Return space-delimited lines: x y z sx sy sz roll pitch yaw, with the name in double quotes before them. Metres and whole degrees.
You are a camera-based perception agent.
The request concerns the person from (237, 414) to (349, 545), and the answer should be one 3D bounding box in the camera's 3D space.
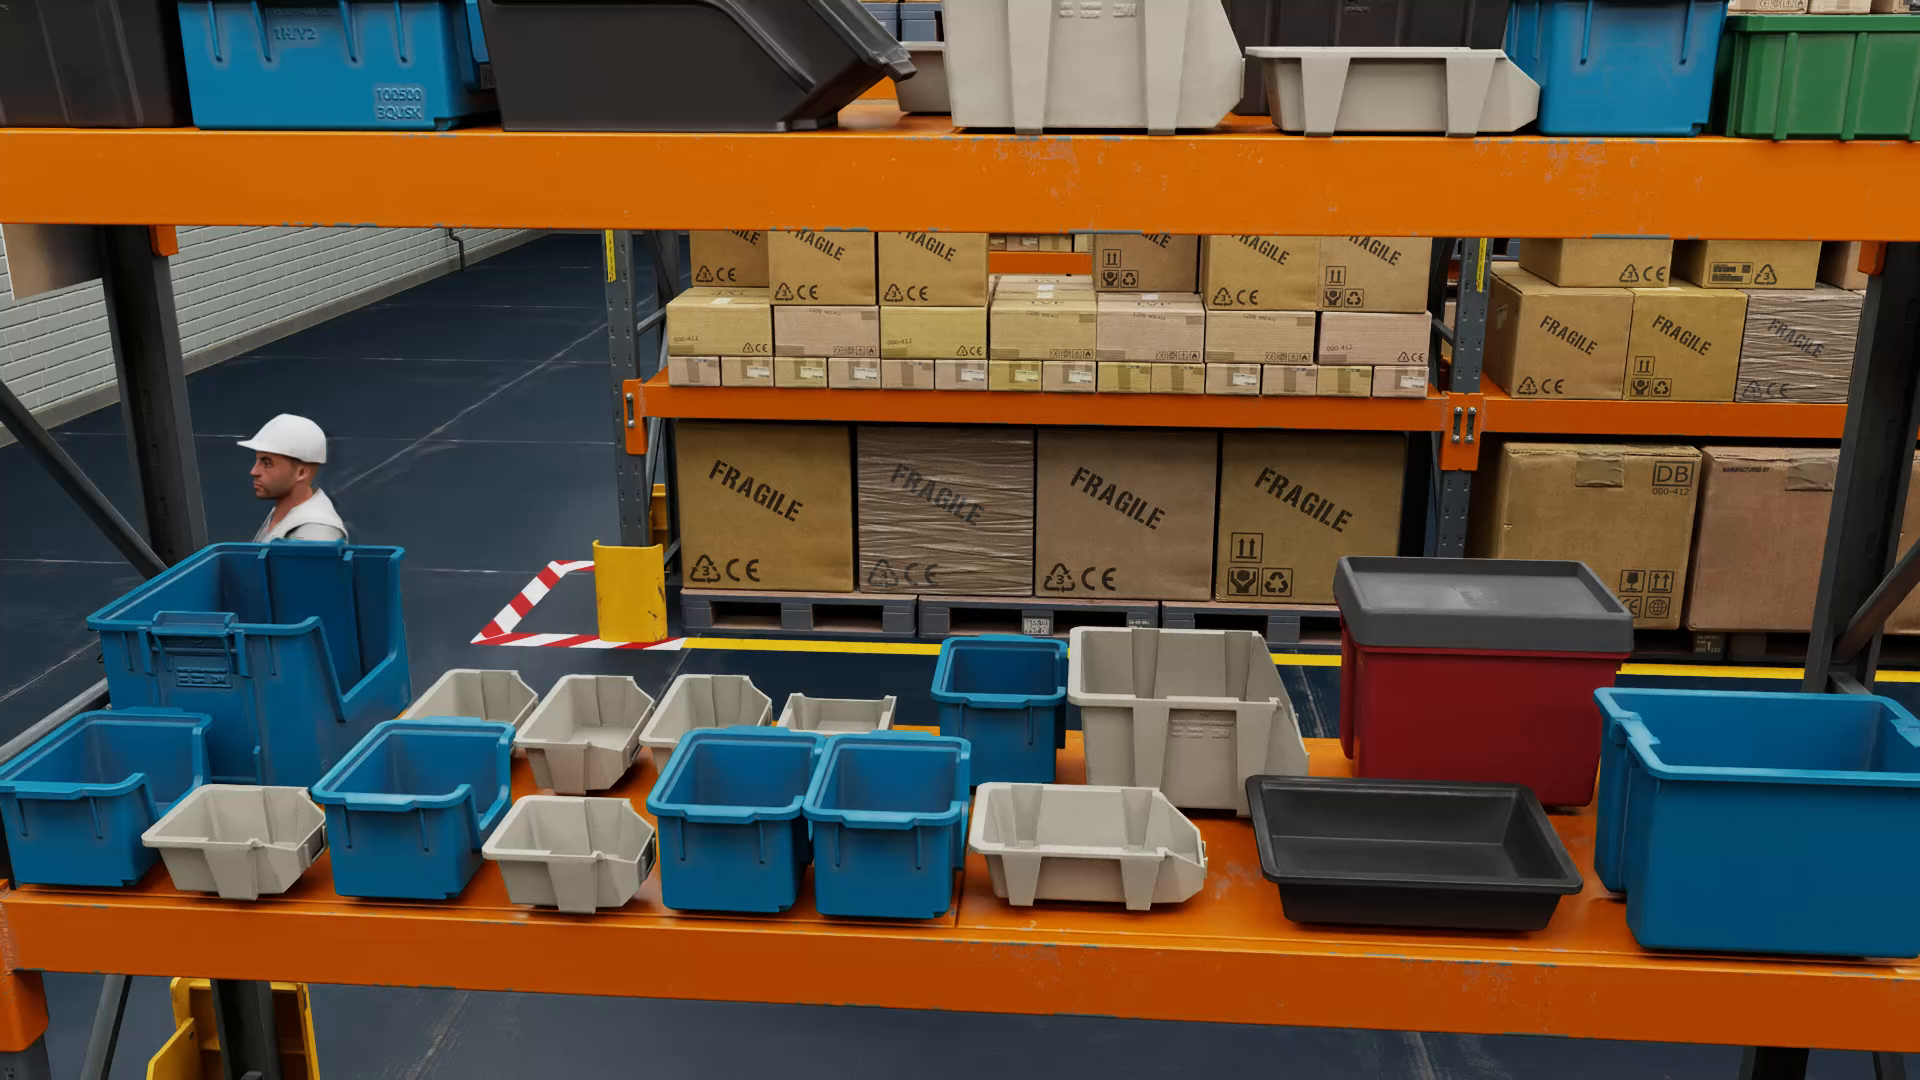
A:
"person" -2.198 0.448 5.588 0.998 1.754 0.597 -10 20 -30
